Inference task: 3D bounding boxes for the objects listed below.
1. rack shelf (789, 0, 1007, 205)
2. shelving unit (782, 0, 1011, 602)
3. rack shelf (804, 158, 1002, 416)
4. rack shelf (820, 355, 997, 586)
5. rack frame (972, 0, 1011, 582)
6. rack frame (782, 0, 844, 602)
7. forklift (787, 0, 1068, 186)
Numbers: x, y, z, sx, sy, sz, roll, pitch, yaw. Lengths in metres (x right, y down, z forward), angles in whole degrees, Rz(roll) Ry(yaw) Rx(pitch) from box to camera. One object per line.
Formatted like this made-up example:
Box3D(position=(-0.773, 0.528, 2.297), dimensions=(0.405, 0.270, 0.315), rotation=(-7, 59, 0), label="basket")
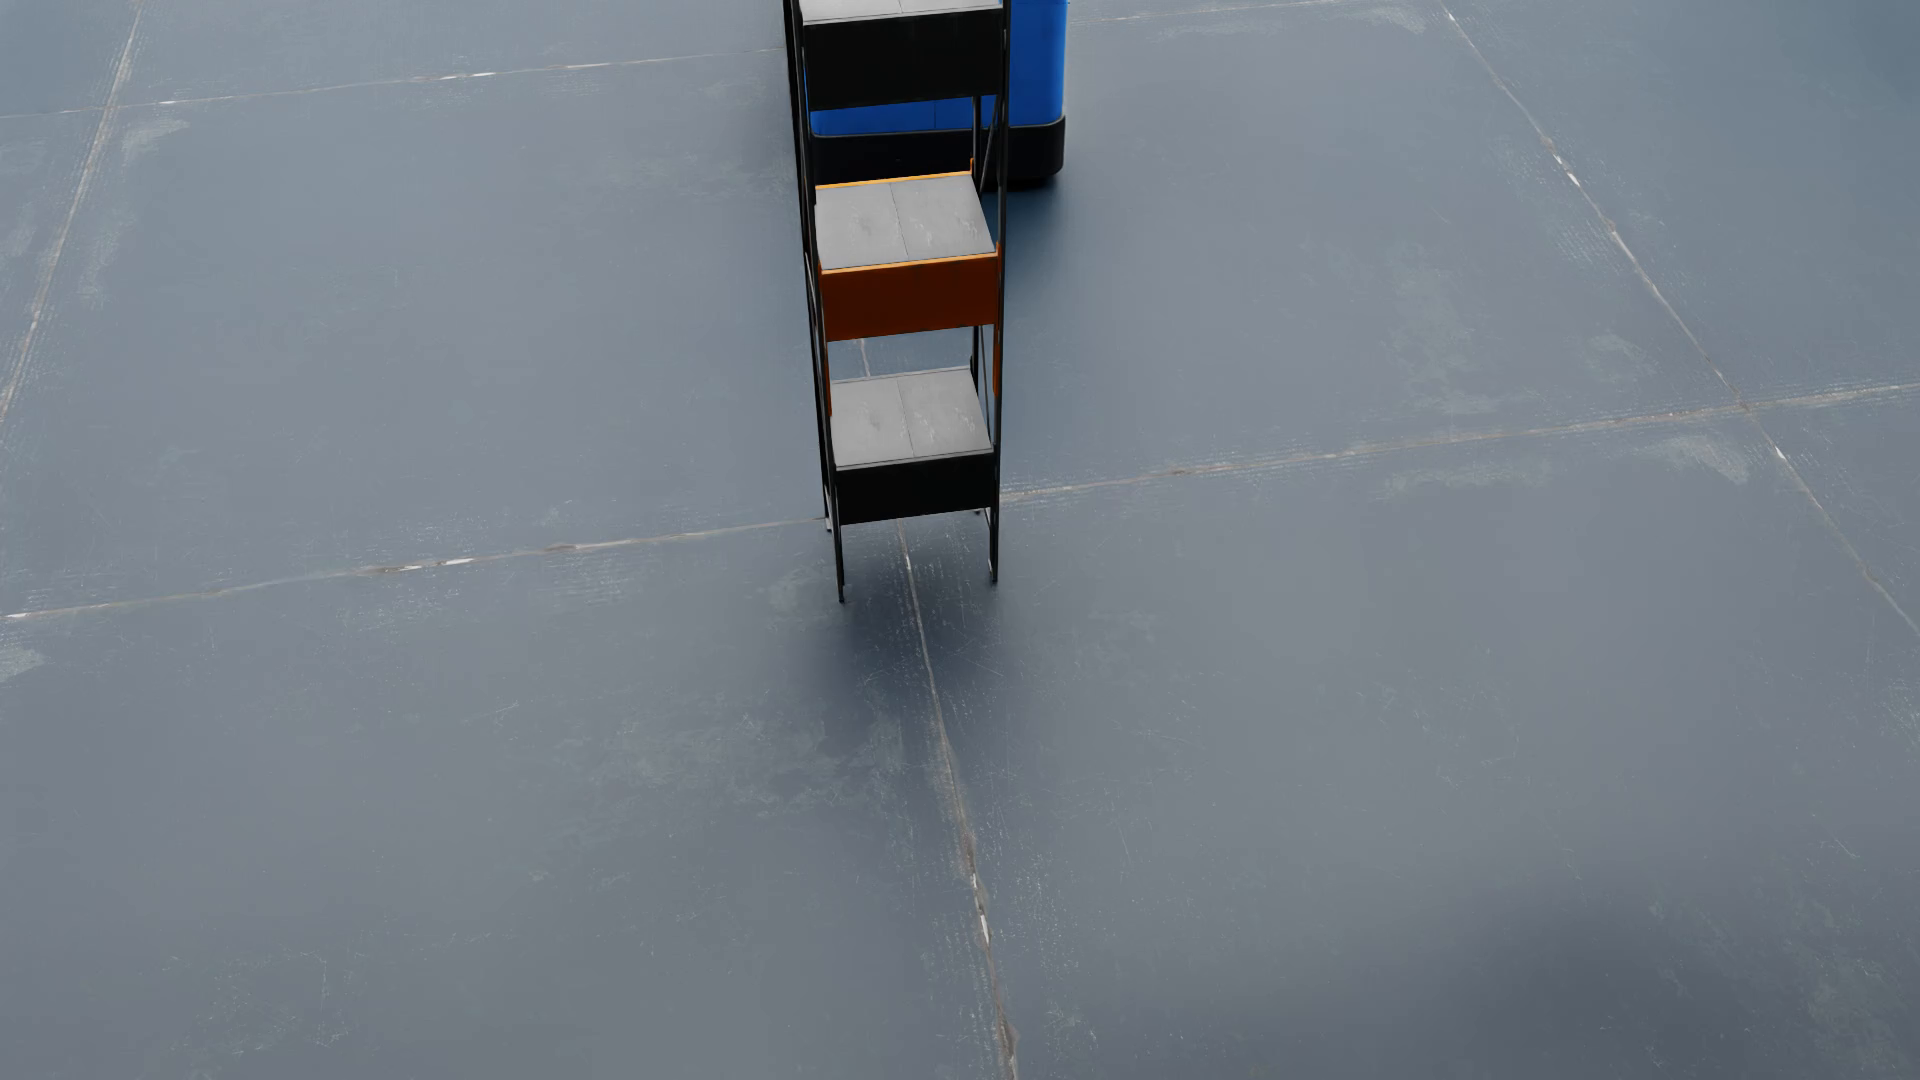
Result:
Box3D(position=(-0.163, -1.184, 4.104), dimensions=(0.480, 0.518, 0.431), rotation=(-7, 46, -7), label="rack shelf")
Box3D(position=(-0.163, -0.708, 4.598), dimensions=(0.503, 2.100, 0.431), rotation=(-7, 46, -7), label="shelving unit")
Box3D(position=(-0.163, -0.699, 4.608), dimensions=(0.480, 0.518, 0.431), rotation=(-7, 46, -7), label="rack shelf")
Box3D(position=(-0.163, -0.213, 5.112), dimensions=(0.480, 0.518, 0.431), rotation=(-7, 46, -7), label="rack shelf")
Box3D(position=(0.077, -0.738, 4.627), dimensions=(0.015, 2.100, 0.400), rotation=(-7, 46, -7), label="rack frame")
Box3D(position=(-0.404, -0.678, 4.569), dimensions=(0.015, 2.100, 0.400), rotation=(-7, 46, -7), label="rack frame")
Box3D(position=(-0.239, -3.475, 6.687), dimensions=(1.130, 2.935, 3.031), rotation=(-4, 46, -4), label="forklift")
